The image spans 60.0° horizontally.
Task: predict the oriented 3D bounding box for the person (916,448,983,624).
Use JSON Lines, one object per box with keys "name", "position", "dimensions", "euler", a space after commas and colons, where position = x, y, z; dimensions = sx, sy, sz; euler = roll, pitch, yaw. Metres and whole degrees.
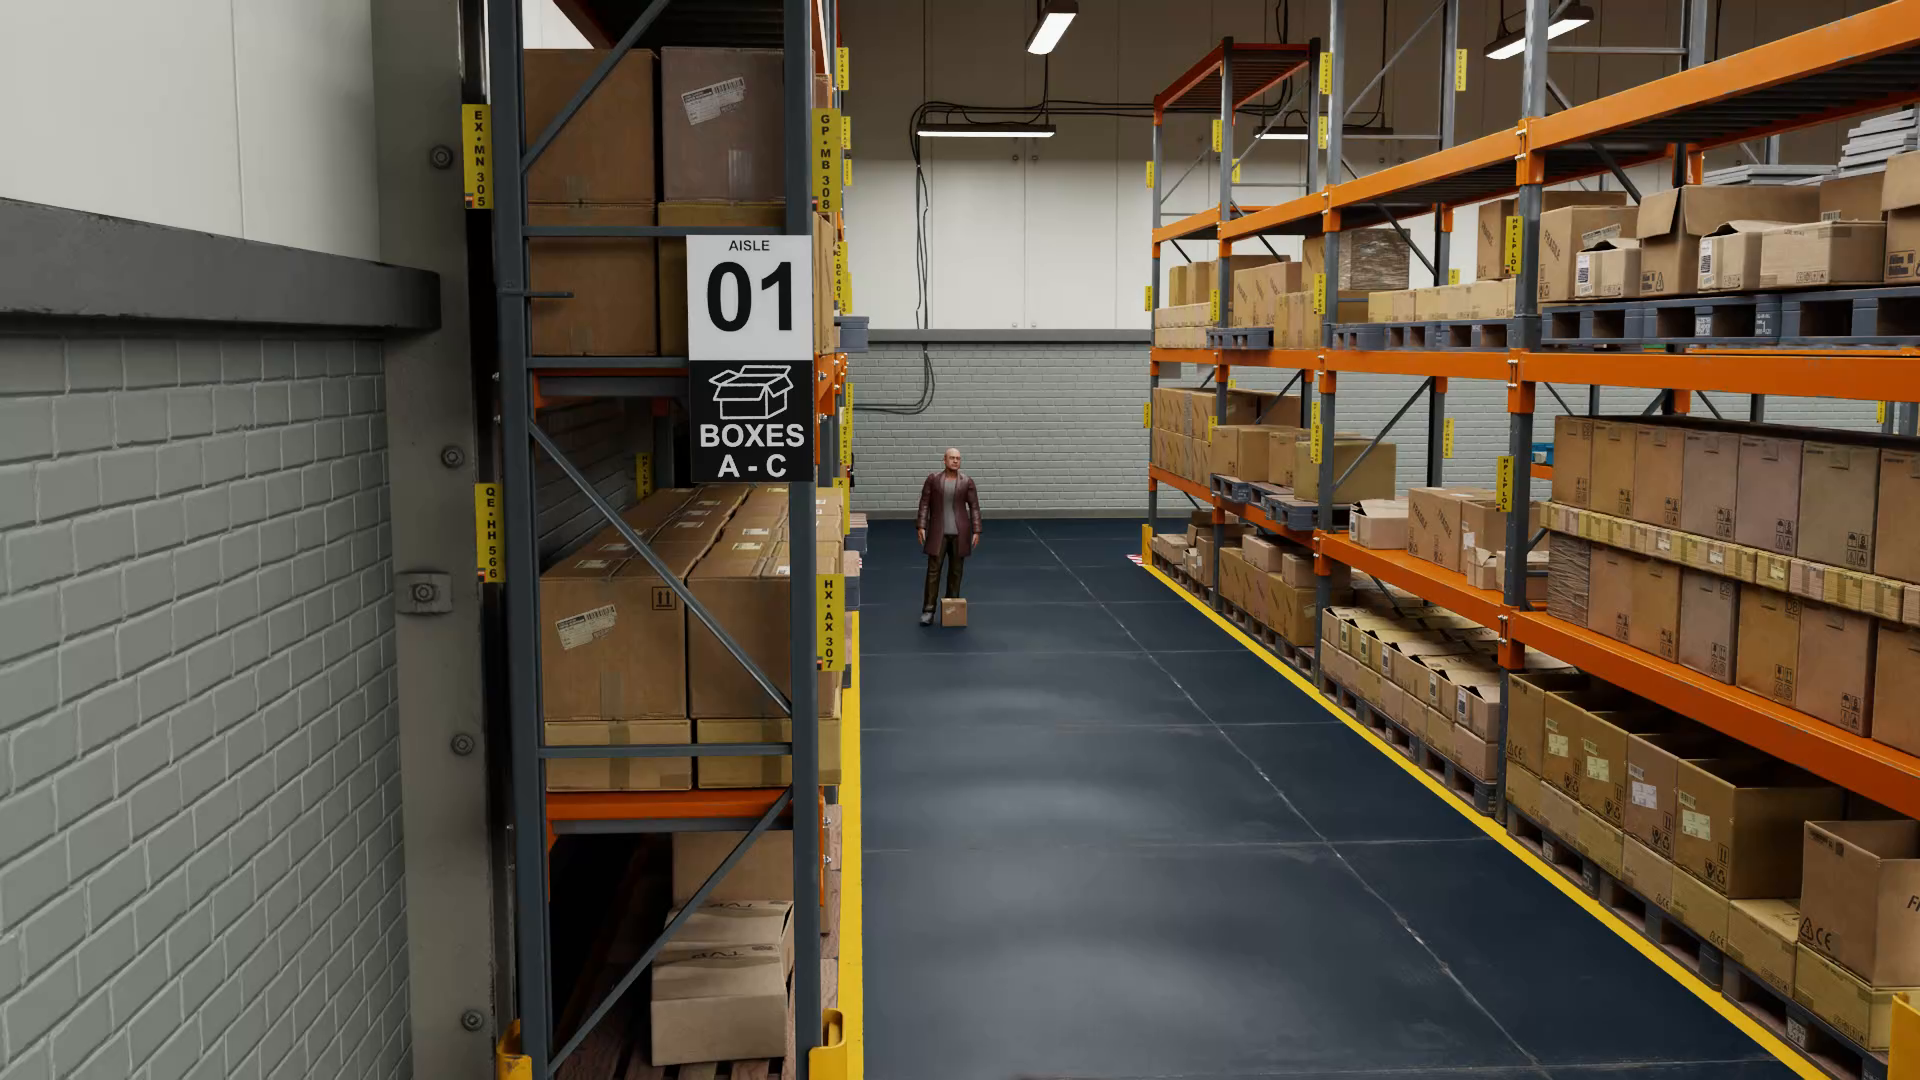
{"name": "person", "position": [-0.108, -0.047, 17.123], "dimensions": [0.695, 1.776, 0.582], "euler": [0, 7, -3]}
